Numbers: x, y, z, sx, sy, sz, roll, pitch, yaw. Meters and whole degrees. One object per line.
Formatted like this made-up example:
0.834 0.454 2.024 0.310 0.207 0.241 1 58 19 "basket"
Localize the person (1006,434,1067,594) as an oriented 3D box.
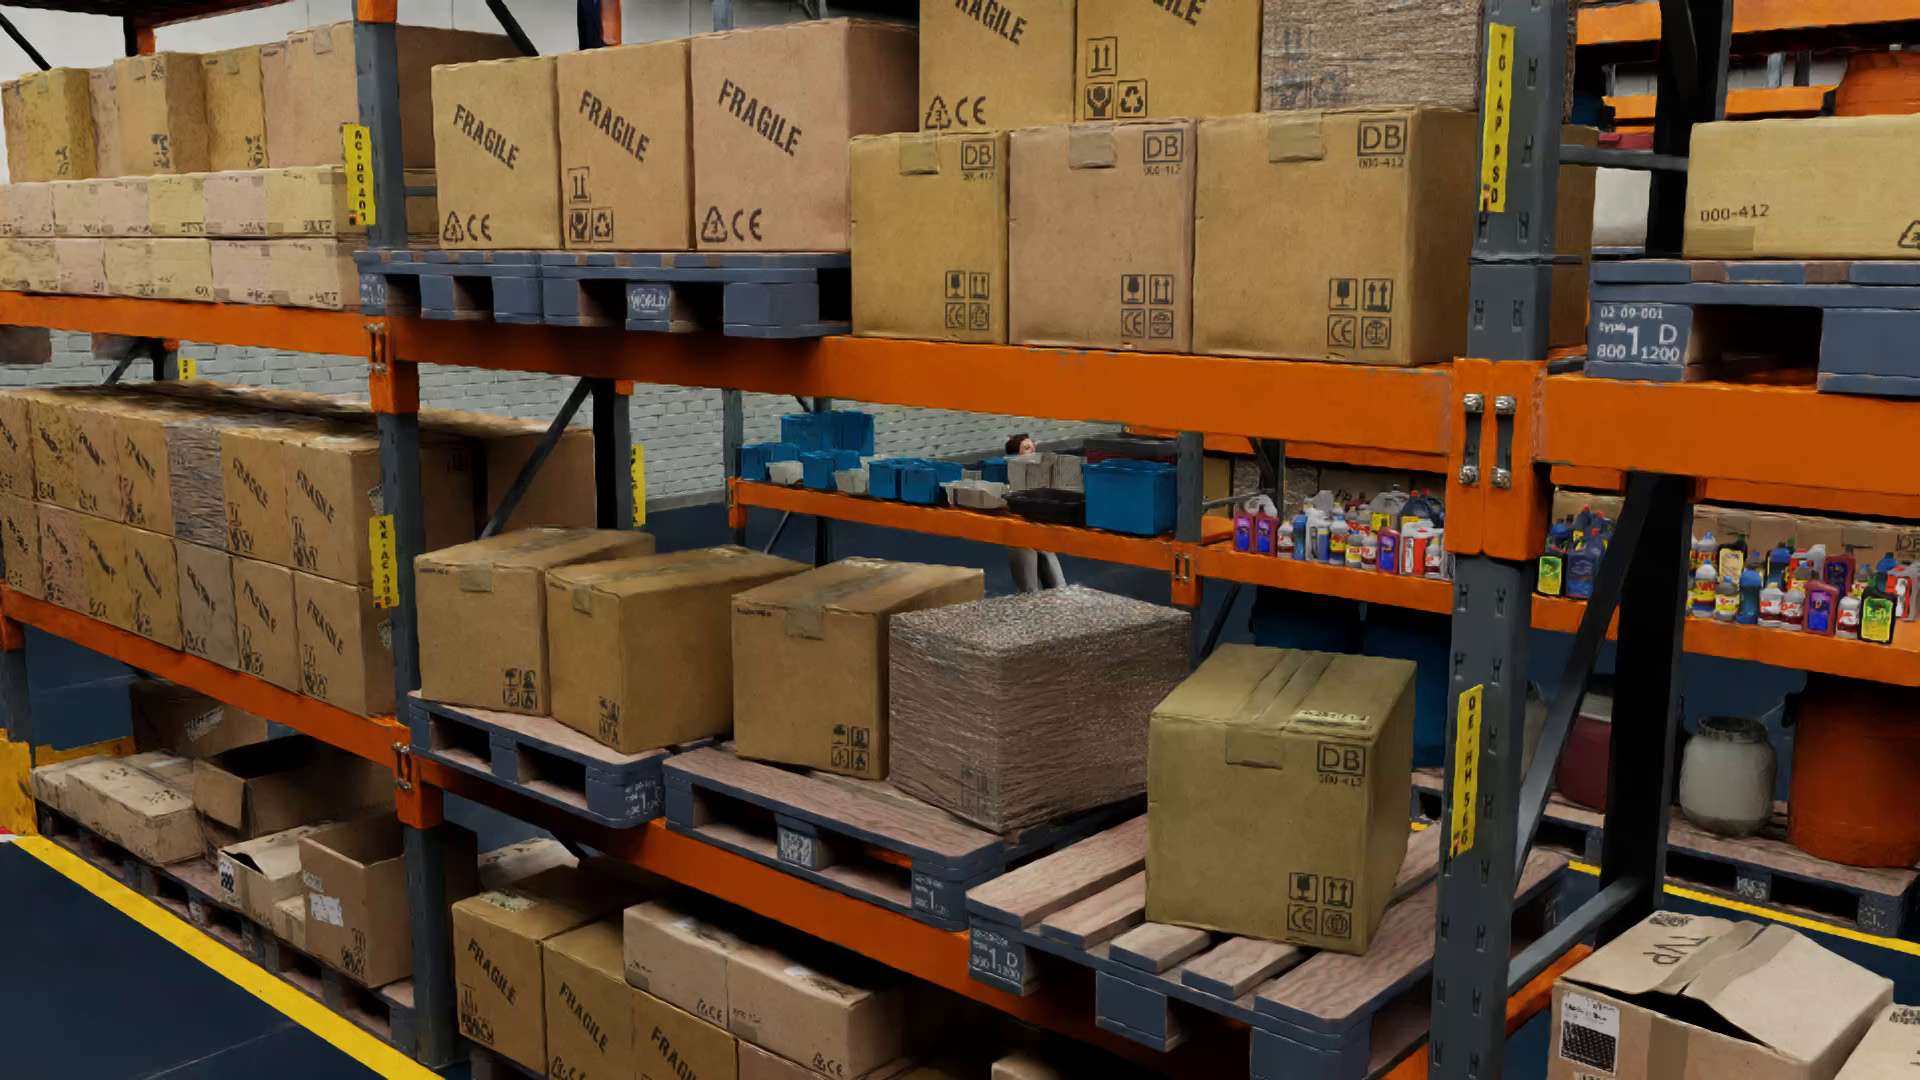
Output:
0.589 0.065 12.159 0.527 1.627 0.797 -10 14 -44 "person"
